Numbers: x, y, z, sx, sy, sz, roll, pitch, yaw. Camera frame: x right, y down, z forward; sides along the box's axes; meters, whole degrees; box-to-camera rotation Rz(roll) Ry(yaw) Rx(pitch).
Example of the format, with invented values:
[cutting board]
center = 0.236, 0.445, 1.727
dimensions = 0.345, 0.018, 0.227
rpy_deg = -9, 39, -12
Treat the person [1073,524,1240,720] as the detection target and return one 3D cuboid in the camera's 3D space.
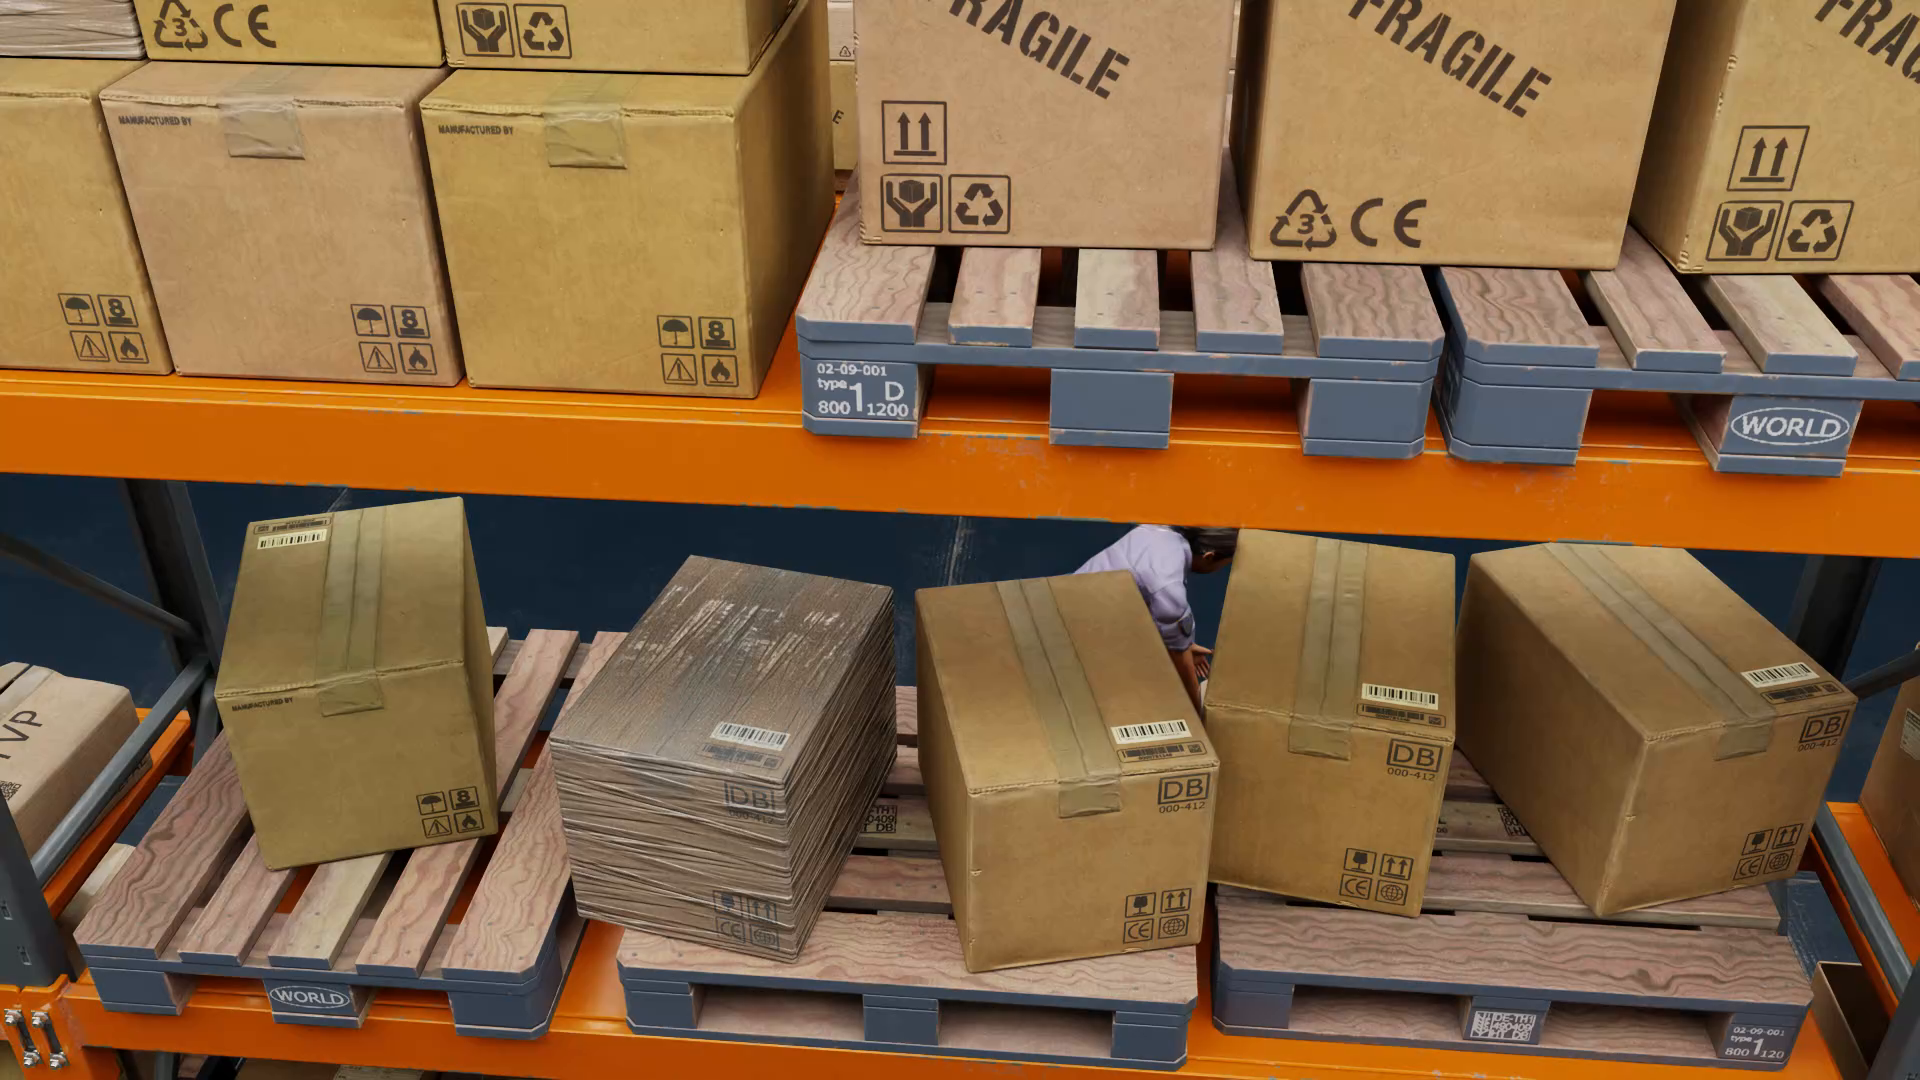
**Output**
[person]
center = 0.611, 0.365, 6.129
dimensions = 0.785, 1.060, 0.532
rpy_deg = 2, 32, 4
